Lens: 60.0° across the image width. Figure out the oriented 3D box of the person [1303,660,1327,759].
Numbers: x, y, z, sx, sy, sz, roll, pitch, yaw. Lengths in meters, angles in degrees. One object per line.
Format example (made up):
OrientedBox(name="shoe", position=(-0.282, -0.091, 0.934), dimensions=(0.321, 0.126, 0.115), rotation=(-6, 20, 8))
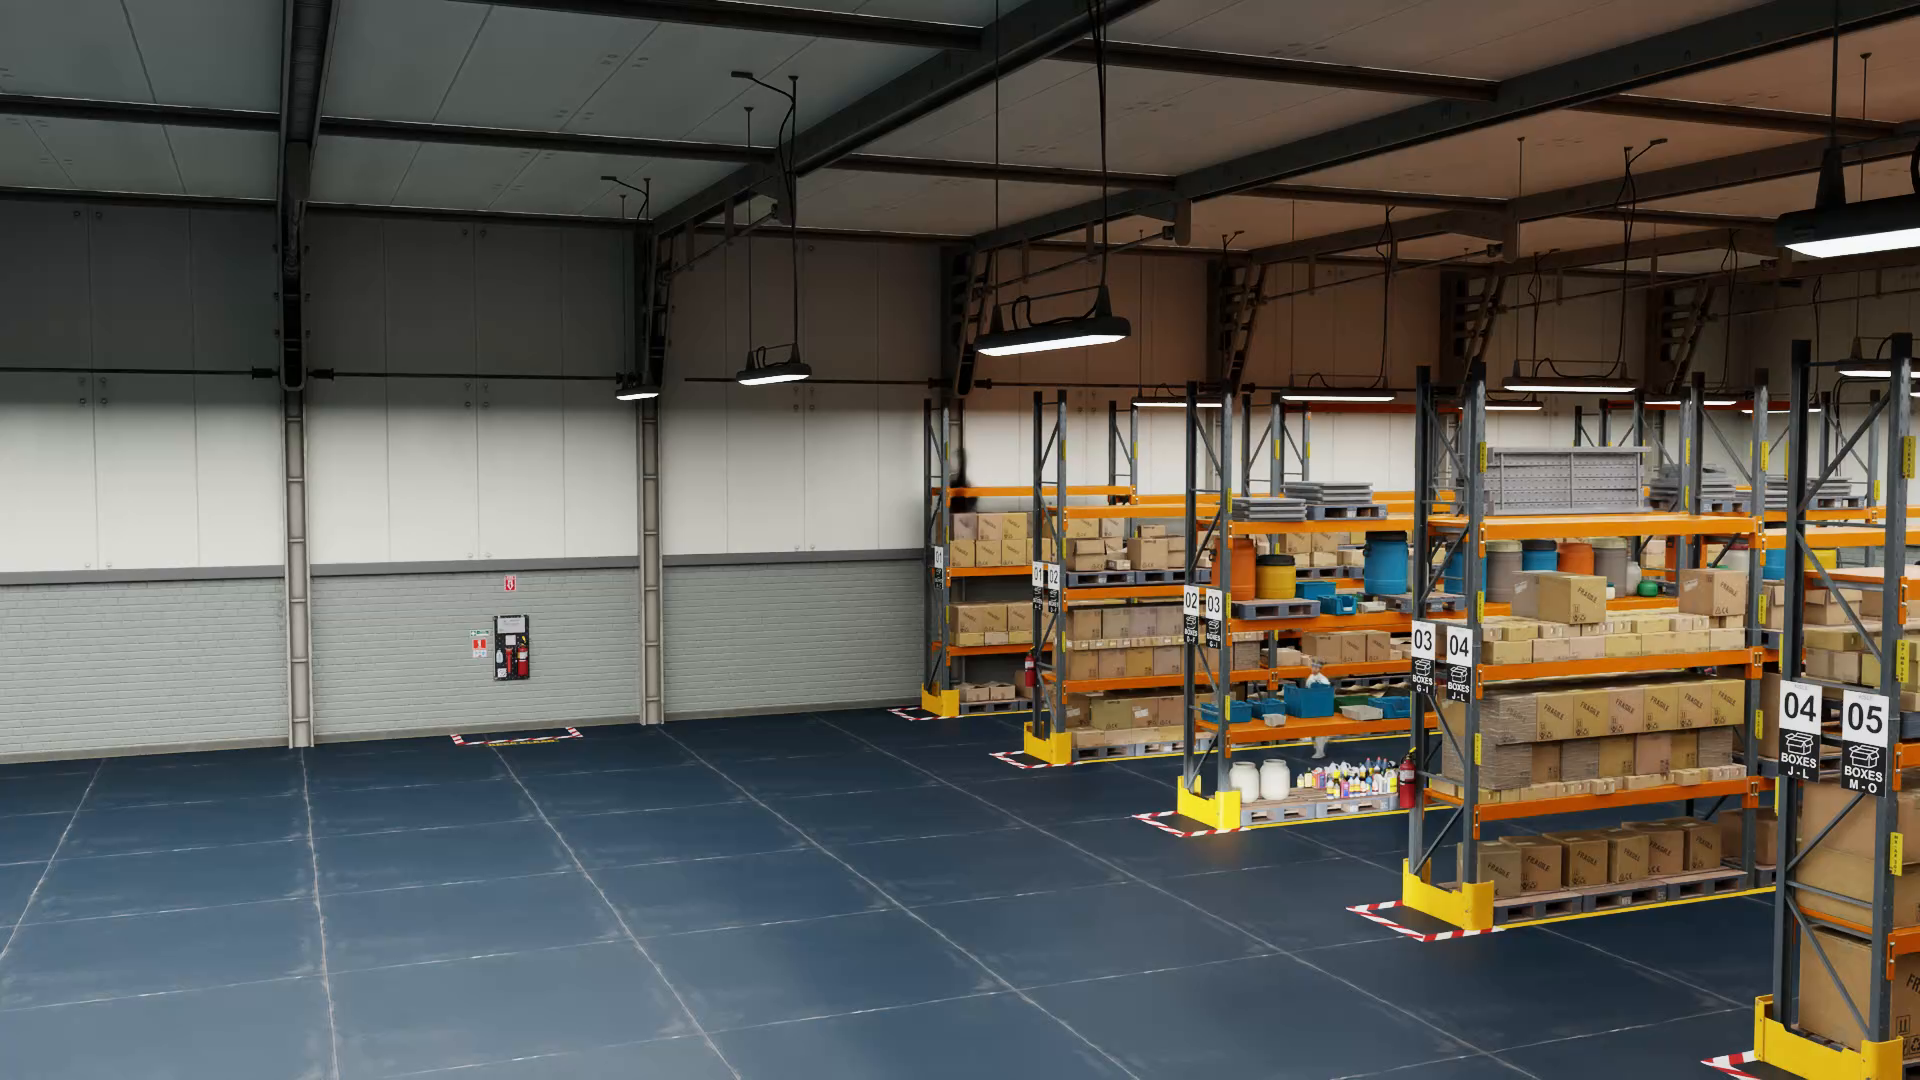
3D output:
OrientedBox(name="person", position=(5.815, 2.749, 27.132), dimensions=(0.676, 1.639, 0.651), rotation=(-2, 4, -31))
